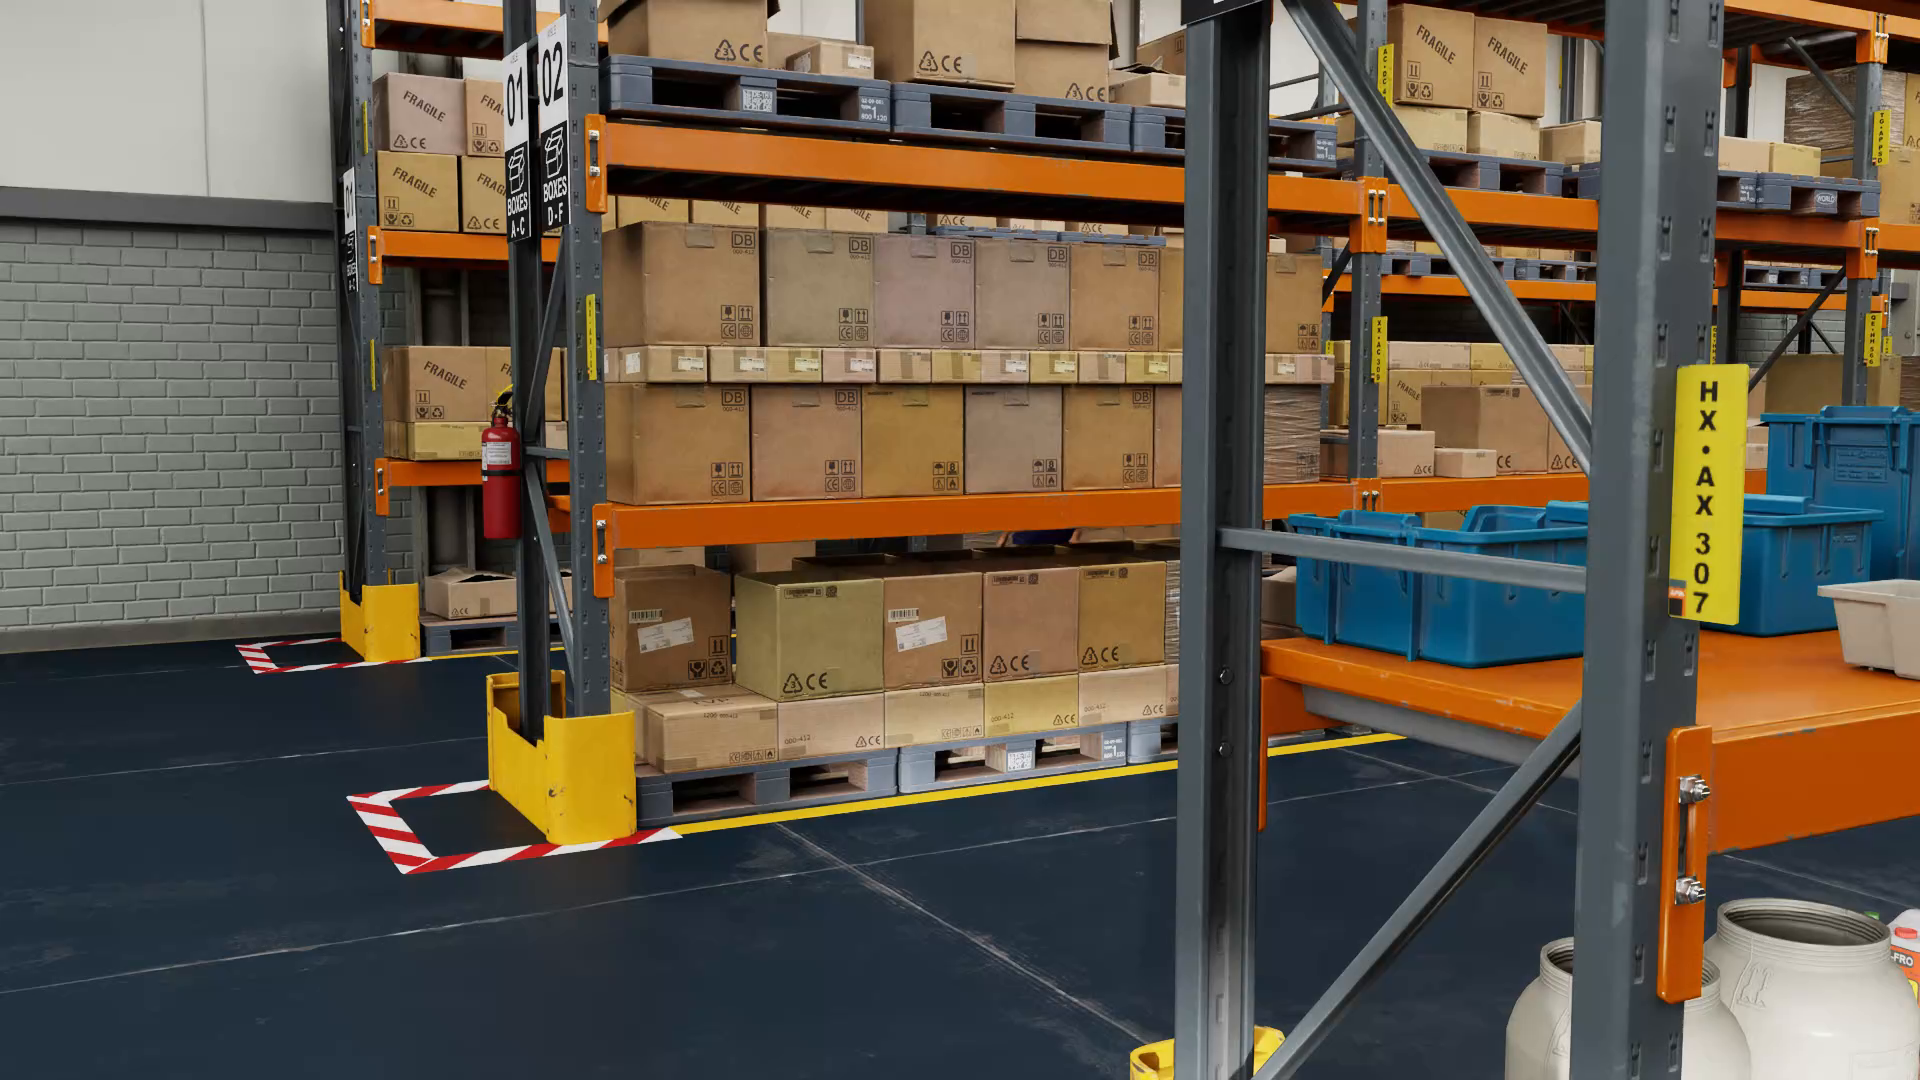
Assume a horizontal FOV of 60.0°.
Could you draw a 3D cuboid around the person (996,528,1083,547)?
[{"bbox_3d":[0.516,0.008,10.496,0.594,1.640,0.630,2,5,16],"label":"person"}]
